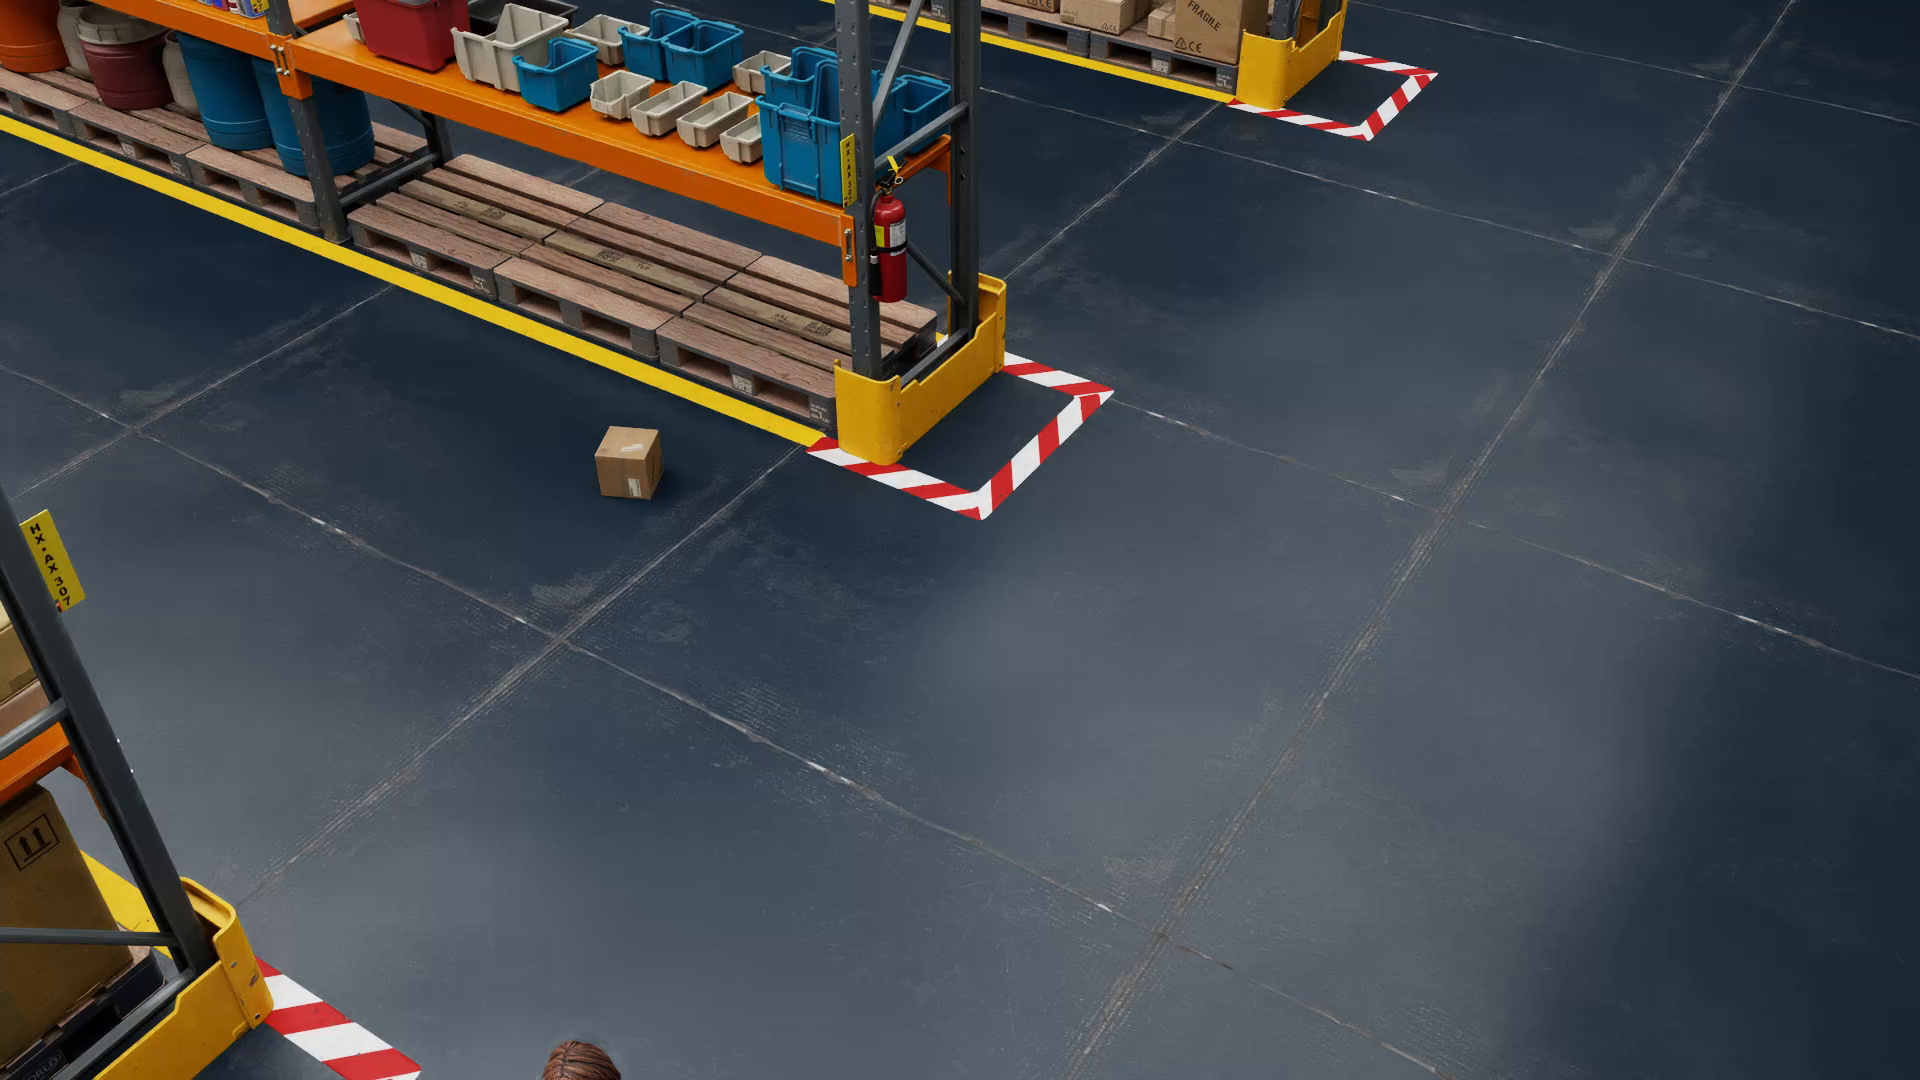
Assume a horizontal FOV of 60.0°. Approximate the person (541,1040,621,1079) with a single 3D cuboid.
[{"bbox_3d":[-0.898,1.836,4.406,0.419,1.549,0.896,0,39,0],"label":"person"}]
